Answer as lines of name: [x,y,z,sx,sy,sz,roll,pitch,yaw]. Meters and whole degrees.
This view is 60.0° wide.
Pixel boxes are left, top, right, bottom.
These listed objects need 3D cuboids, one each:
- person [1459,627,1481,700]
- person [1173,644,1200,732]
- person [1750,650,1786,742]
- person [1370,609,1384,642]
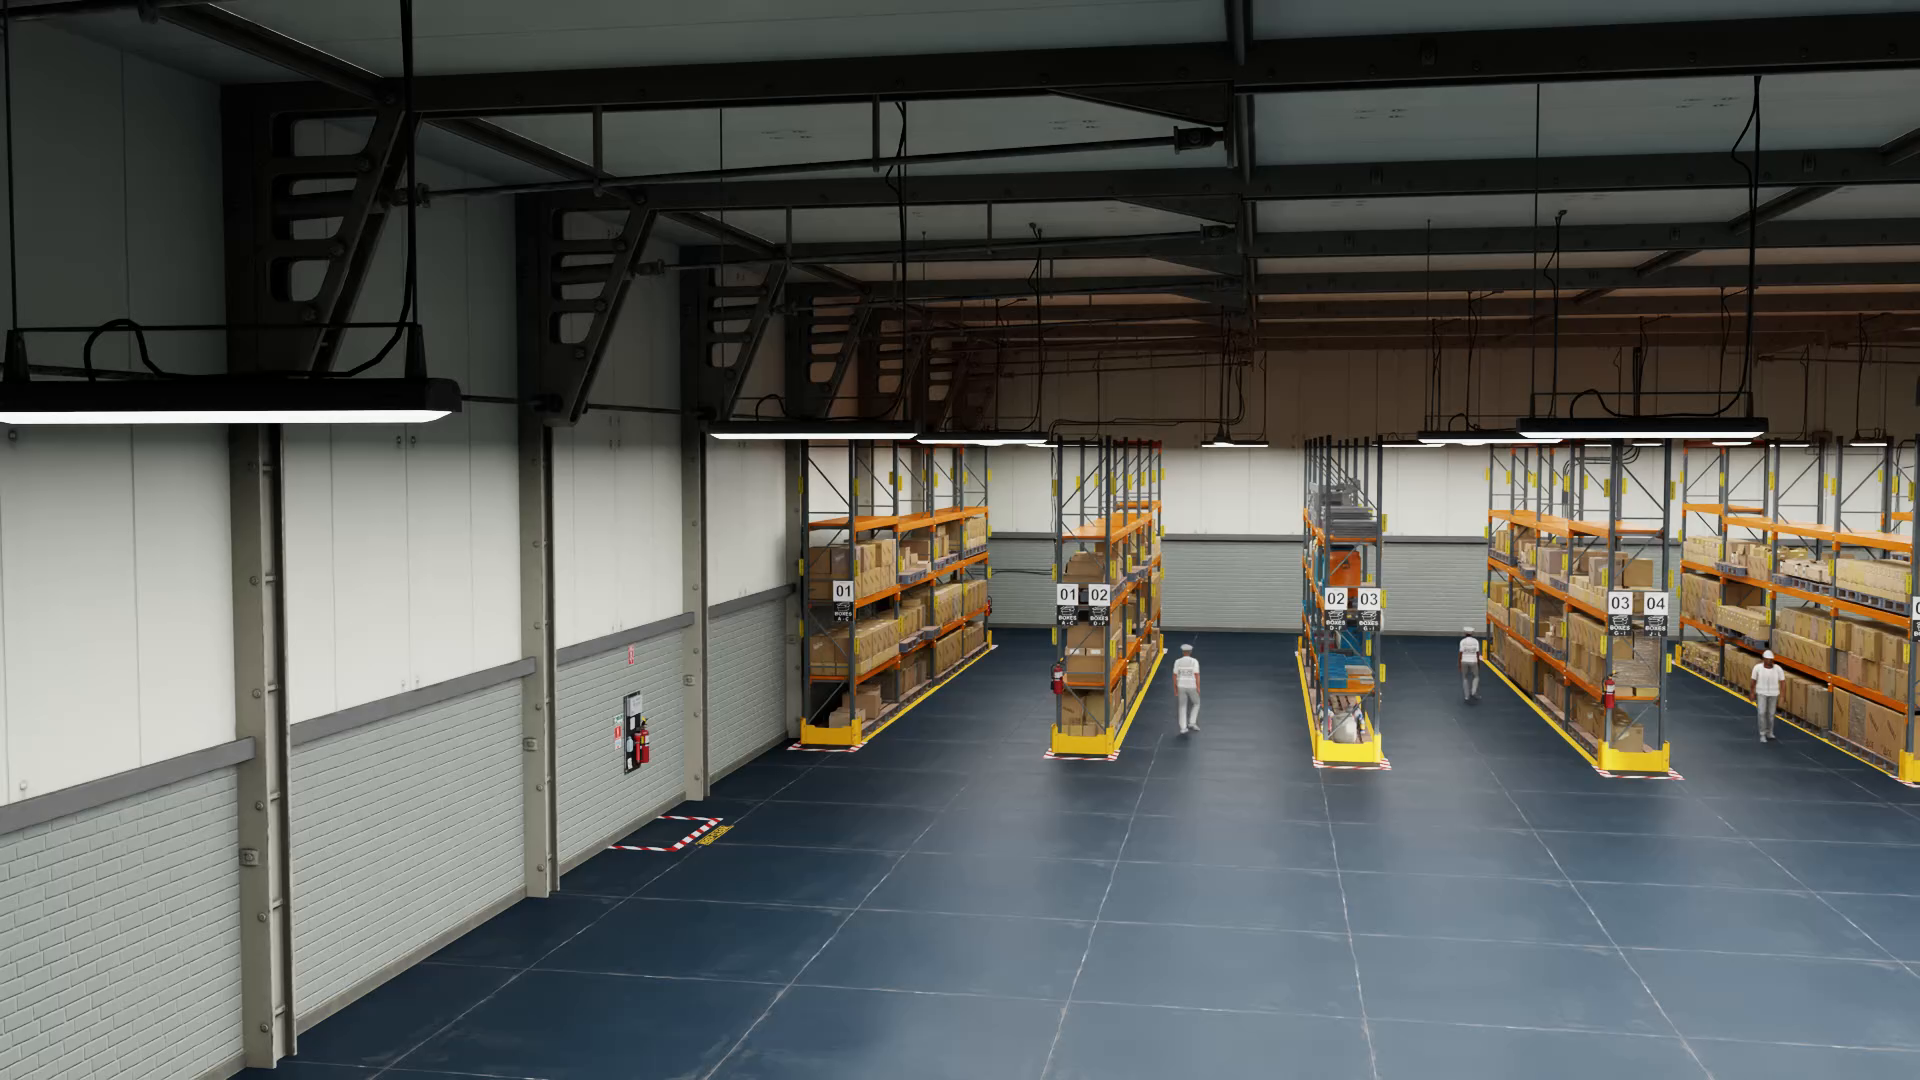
person: [11.672,2.833,38.063,0.502,1.677,0.518,1,3,11]
person: [4.609,3.014,33.743,0.578,1.771,0.525,1,3,23]
person: [15.951,3.072,32.828,0.642,1.791,0.641,1,3,22]
person: [11.511,2.388,46.240,0.548,1.622,1.049,1,3,10]
